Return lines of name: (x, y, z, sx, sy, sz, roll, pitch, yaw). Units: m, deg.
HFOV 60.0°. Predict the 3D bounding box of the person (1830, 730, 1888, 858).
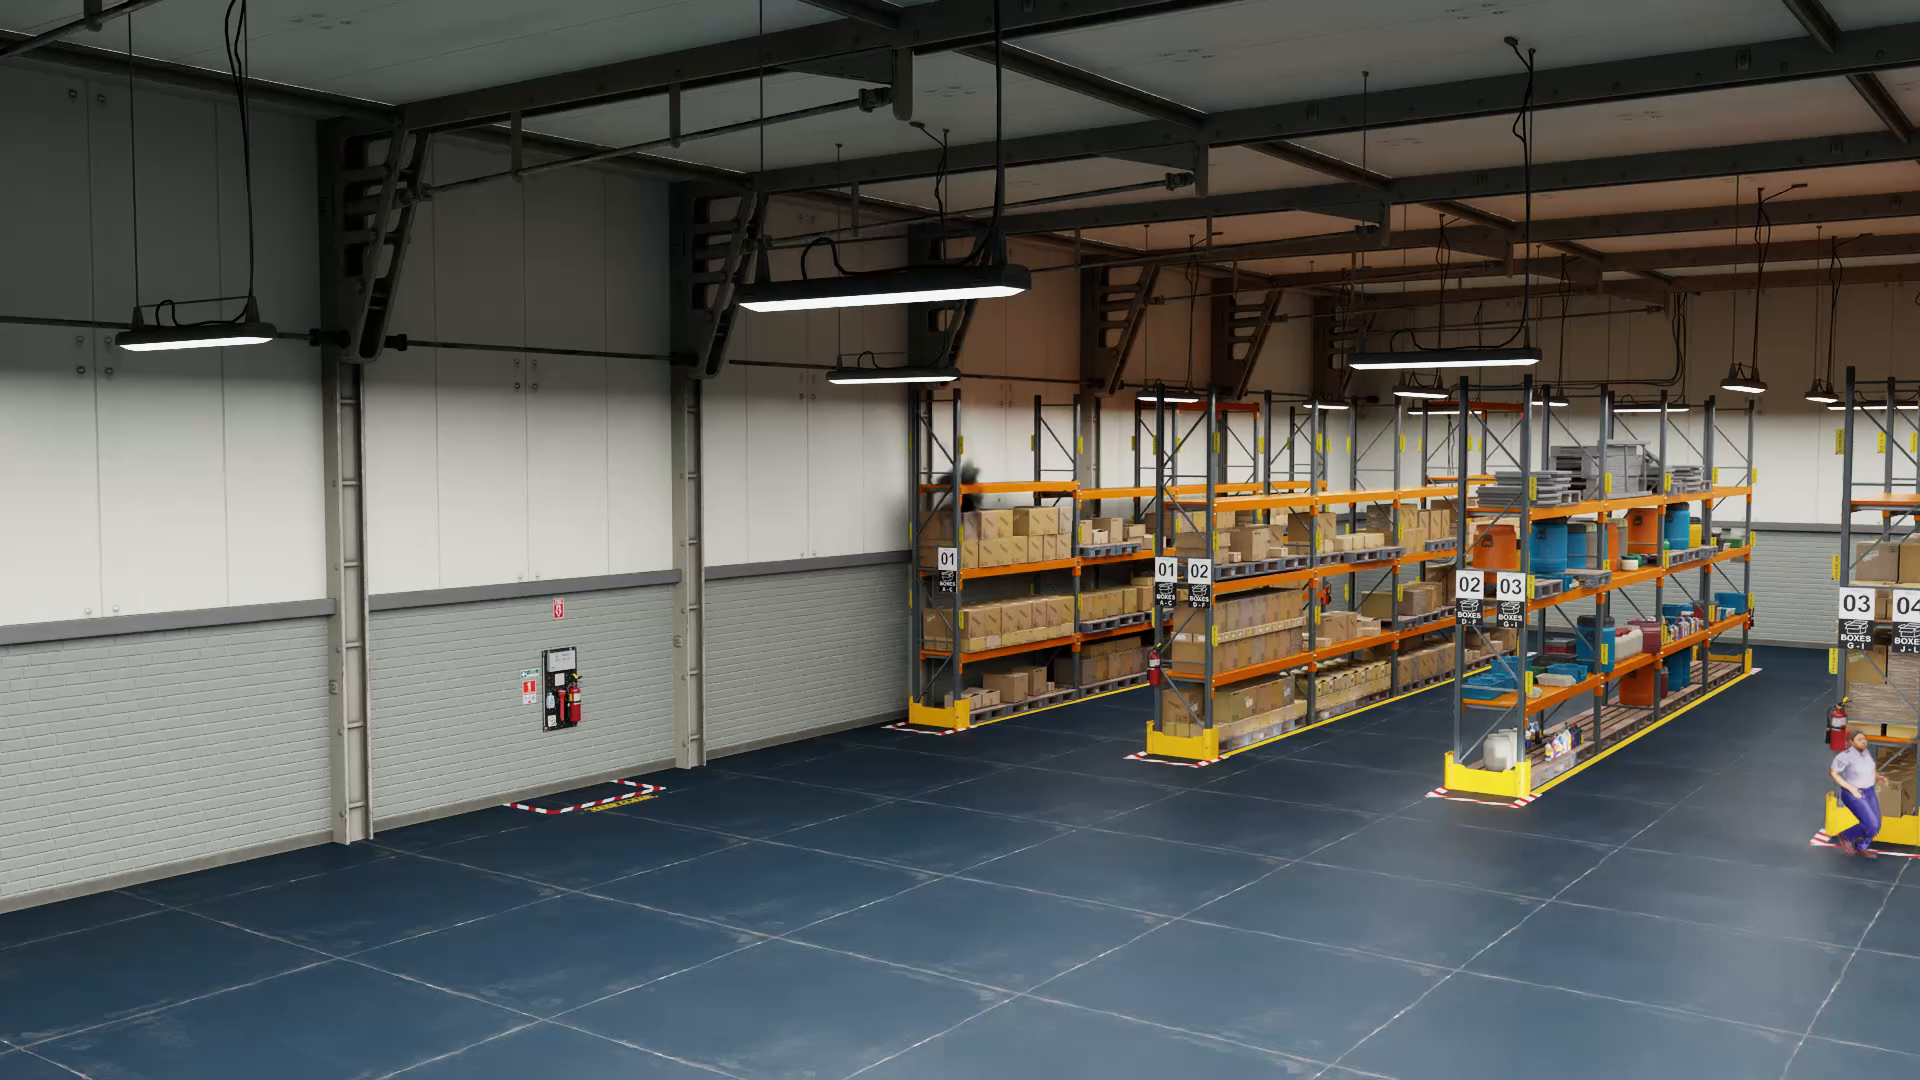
person: (10.860, 3.076, 20.054, 0.607, 1.576, 0.518, -2, 4, -31)
